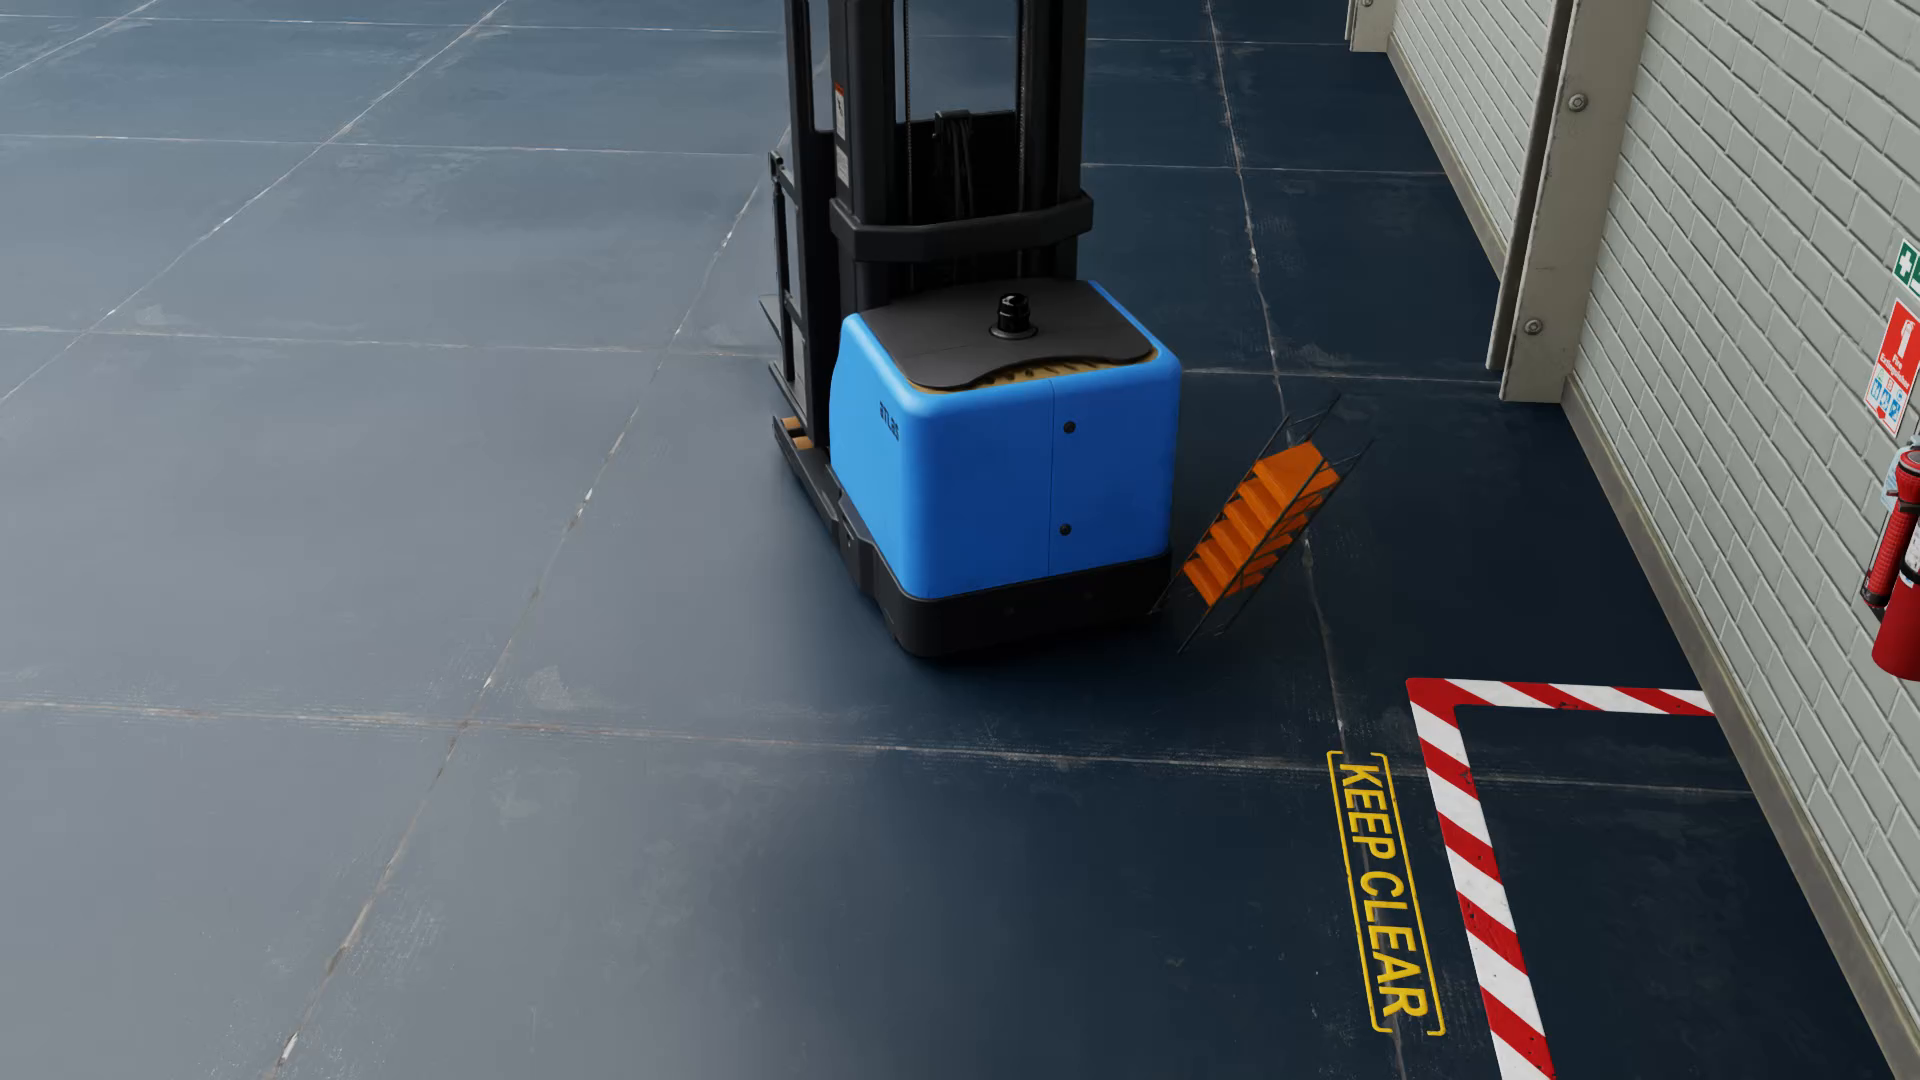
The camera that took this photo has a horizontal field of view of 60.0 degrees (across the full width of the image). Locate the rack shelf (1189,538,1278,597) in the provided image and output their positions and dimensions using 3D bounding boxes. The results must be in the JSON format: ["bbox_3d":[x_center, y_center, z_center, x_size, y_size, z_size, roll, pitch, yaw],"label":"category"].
[{"bbox_3d":[0.962,0.065,5.822,0.258,0.103,0.180,-21,65,-30],"label":"rack shelf"}]

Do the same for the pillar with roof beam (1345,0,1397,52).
[{"bbox_3d":[-1.090,-7.904,10.998,9.100,9.000,0.400,2,32,4],"label":"pillar with roof beam"}]

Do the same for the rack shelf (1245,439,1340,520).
[{"bbox_3d":[1.093,-0.201,5.444,0.258,0.103,0.180,-21,65,-30],"label":"rack shelf"}]

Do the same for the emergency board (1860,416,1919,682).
[{"bbox_3d":[2.463,-0.182,4.186,0.194,1.169,0.643,2,32,4],"label":"emergency board"}]

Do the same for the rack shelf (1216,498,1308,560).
[{"bbox_3d":[1.028,-0.068,5.633,0.258,0.103,0.180,-21,65,-30],"label":"rack shelf"}]

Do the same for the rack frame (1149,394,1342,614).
[{"bbox_3d":[0.960,-0.097,5.726,0.240,1.200,0.006,-21,65,-30],"label":"rack frame"}]

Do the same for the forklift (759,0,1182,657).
[{"bbox_3d":[-0.182,-1.594,6.543,1.130,2.935,3.031,-10,33,-16],"label":"forklift"}]

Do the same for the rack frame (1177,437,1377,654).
[{"bbox_3d":[1.054,0.045,5.659,0.240,1.200,0.006,-21,65,-30],"label":"rack frame"}]

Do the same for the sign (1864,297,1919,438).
[{"bbox_3d":[2.610,-0.481,4.638,0.001,0.329,0.234,2,32,4],"label":"sign"}]

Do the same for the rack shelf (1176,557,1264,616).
[{"bbox_3d":[0.930,0.131,5.917,0.258,0.103,0.180,-21,65,-30],"label":"rack shelf"}]

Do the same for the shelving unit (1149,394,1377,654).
[{"bbox_3d":[1.007,-0.026,5.693,0.258,1.200,0.189,-21,65,-30],"label":"shelving unit"}]

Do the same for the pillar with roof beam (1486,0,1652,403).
[{"bbox_3d":[-1.579,-4.766,5.907,9.100,9.000,0.400,2,32,4],"label":"pillar with roof beam"}]

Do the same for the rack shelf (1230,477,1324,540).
[{"bbox_3d":[1.061,-0.134,5.539,0.258,0.103,0.180,-21,65,-30],"label":"rack shelf"}]

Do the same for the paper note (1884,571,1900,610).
[{"bbox_3d":[2.546,0.104,4.562,0.016,0.148,0.142,2,32,4],"label":"paper note"}]

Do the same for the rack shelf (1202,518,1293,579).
[{"bbox_3d":[0.995,-0.002,5.728,0.258,0.103,0.180,-21,65,-30],"label":"rack shelf"}]

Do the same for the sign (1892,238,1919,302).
[{"bbox_3d":[2.601,-0.705,4.496,0.001,0.109,0.331,2,32,4],"label":"sign"}]
